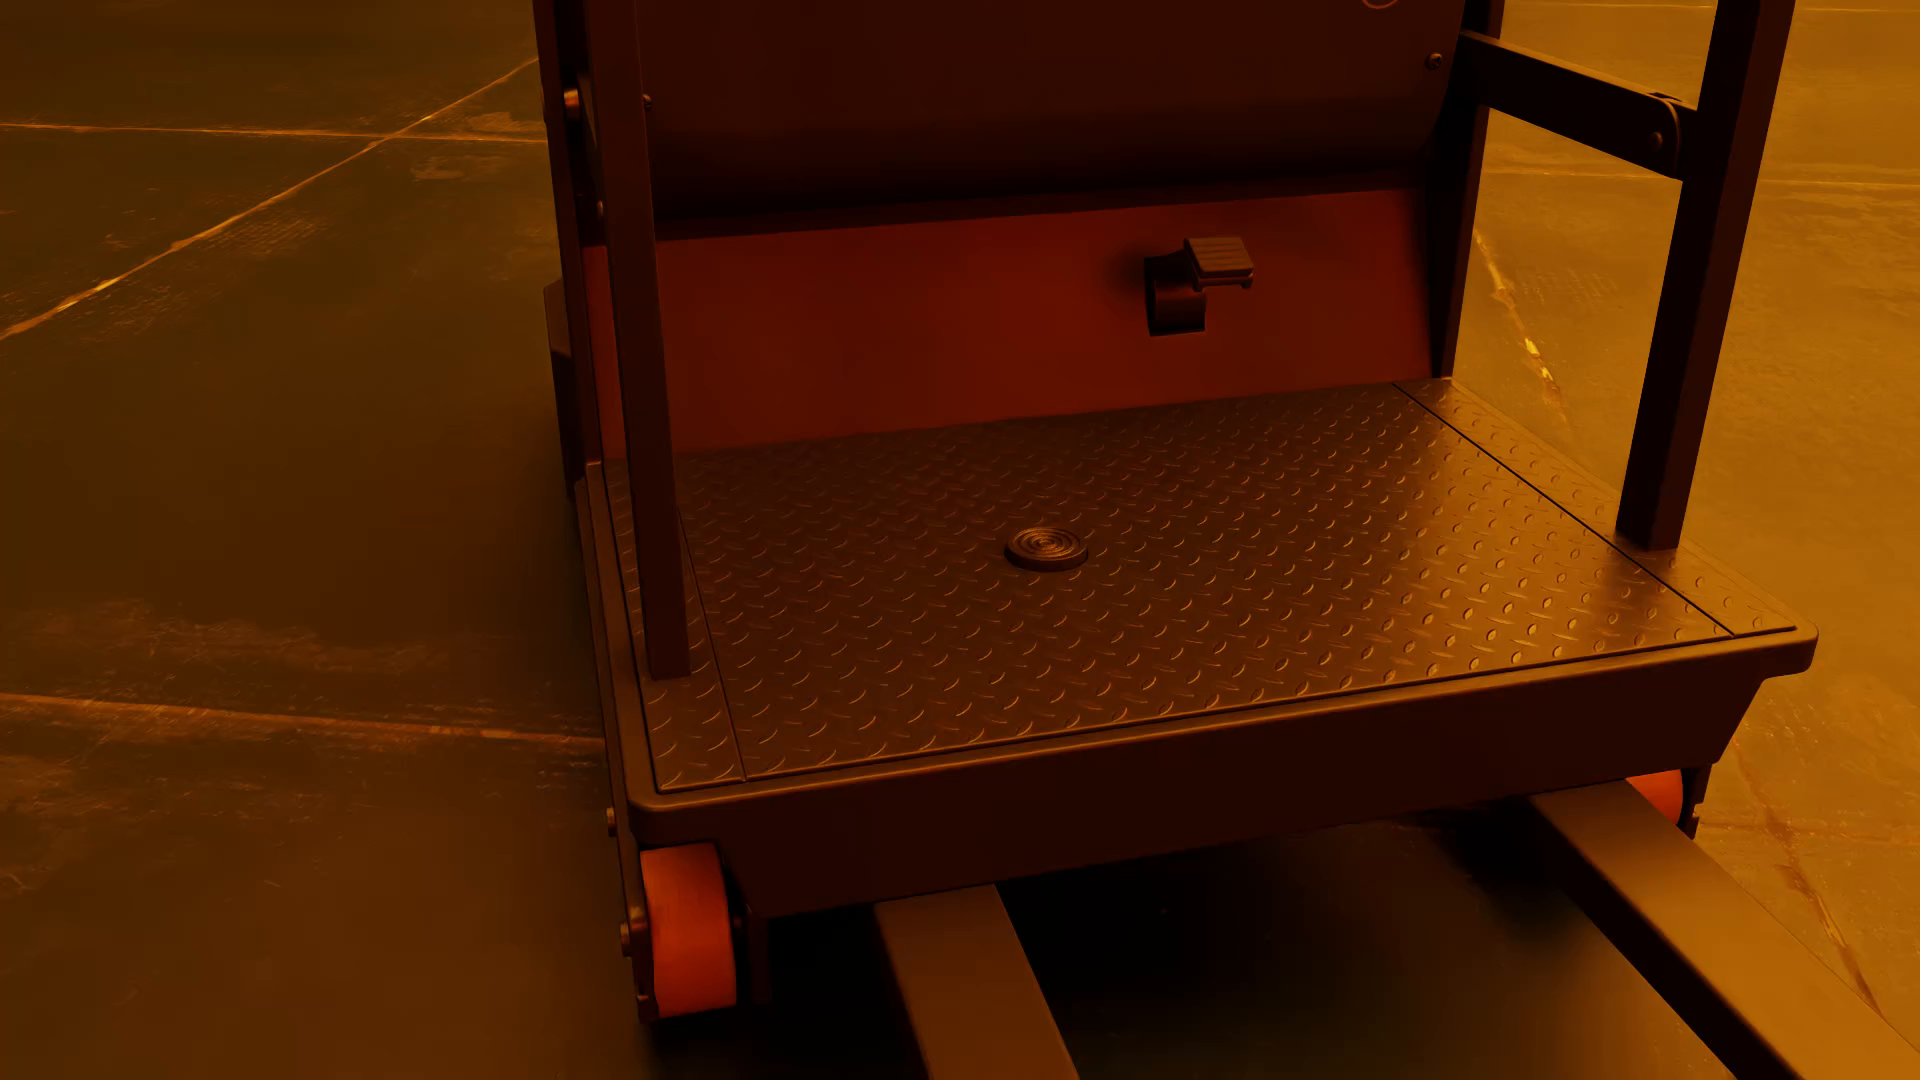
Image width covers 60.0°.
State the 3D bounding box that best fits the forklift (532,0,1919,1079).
[{"bbox_3d":[0.153,-1.049,1.319,1.130,2.935,3.031,-7,27,-13],"label":"forklift"}]
